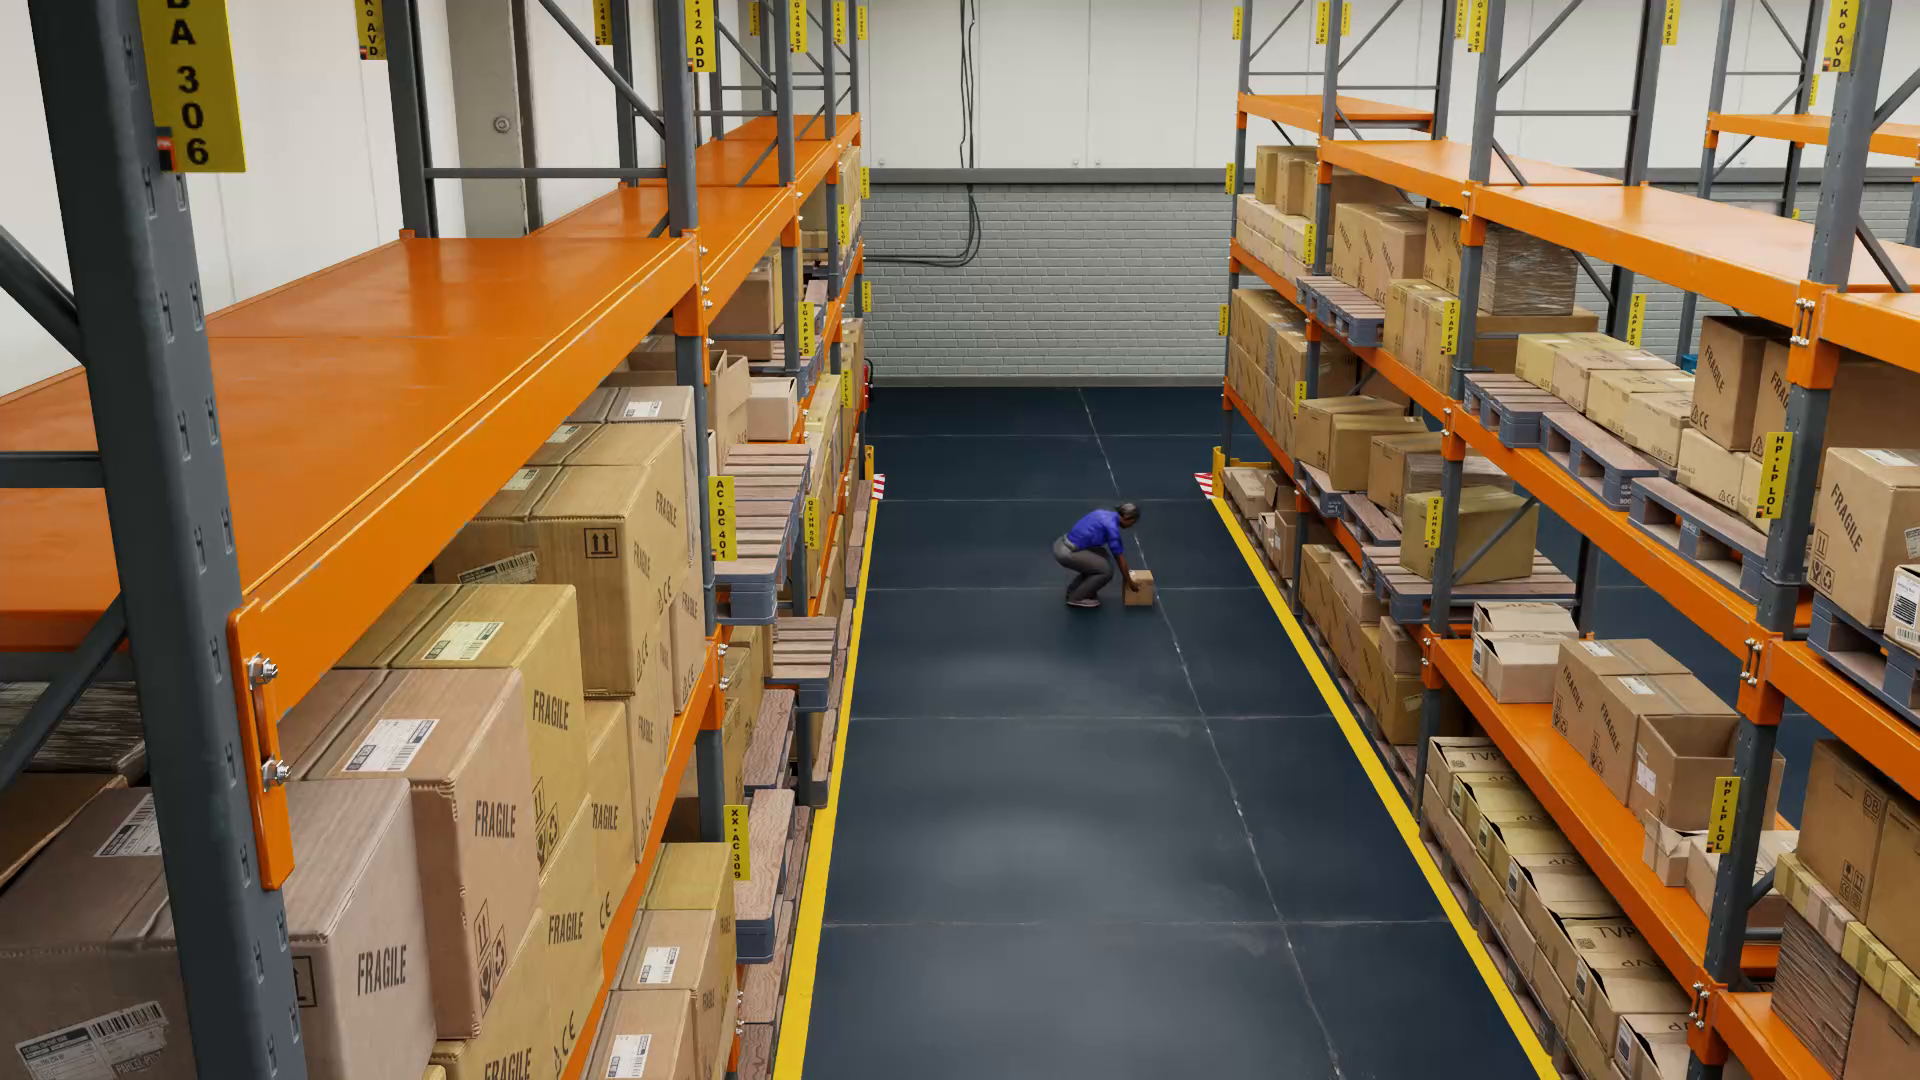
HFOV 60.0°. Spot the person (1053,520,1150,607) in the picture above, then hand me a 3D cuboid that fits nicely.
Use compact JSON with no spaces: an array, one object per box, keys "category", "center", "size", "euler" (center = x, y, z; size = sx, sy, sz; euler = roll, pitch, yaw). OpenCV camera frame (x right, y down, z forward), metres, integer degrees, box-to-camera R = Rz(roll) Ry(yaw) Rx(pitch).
[{"category":"person","center":[1.270,0.208,14.983],"size":[0.873,0.770,0.468],"euler":[-1,17,-3]}]
